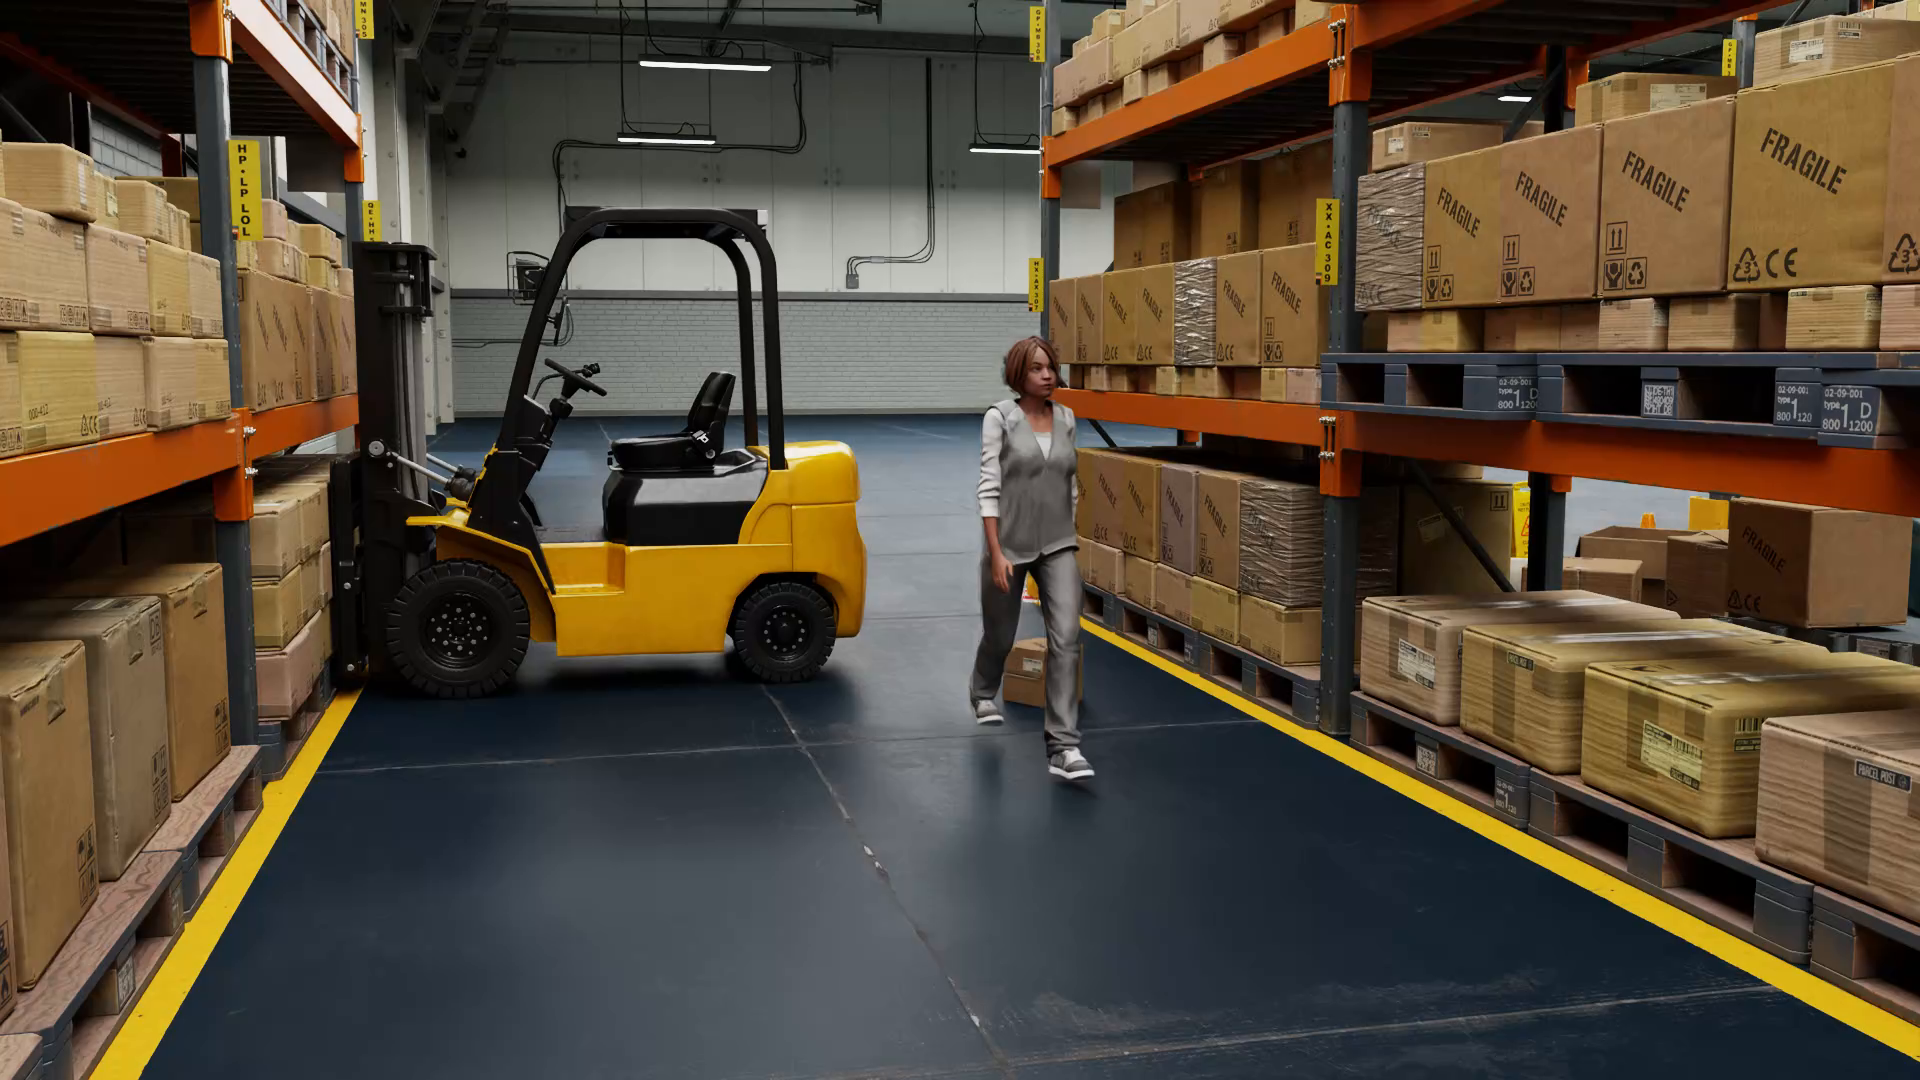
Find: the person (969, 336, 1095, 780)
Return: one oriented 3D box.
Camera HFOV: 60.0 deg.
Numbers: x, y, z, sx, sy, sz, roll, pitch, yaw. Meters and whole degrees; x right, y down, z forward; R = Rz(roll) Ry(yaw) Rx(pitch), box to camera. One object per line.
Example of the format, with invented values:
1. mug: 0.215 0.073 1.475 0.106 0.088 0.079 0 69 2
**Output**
1. person: 0.247 0.035 6.055 0.409 1.546 0.956 -2 7 -14
